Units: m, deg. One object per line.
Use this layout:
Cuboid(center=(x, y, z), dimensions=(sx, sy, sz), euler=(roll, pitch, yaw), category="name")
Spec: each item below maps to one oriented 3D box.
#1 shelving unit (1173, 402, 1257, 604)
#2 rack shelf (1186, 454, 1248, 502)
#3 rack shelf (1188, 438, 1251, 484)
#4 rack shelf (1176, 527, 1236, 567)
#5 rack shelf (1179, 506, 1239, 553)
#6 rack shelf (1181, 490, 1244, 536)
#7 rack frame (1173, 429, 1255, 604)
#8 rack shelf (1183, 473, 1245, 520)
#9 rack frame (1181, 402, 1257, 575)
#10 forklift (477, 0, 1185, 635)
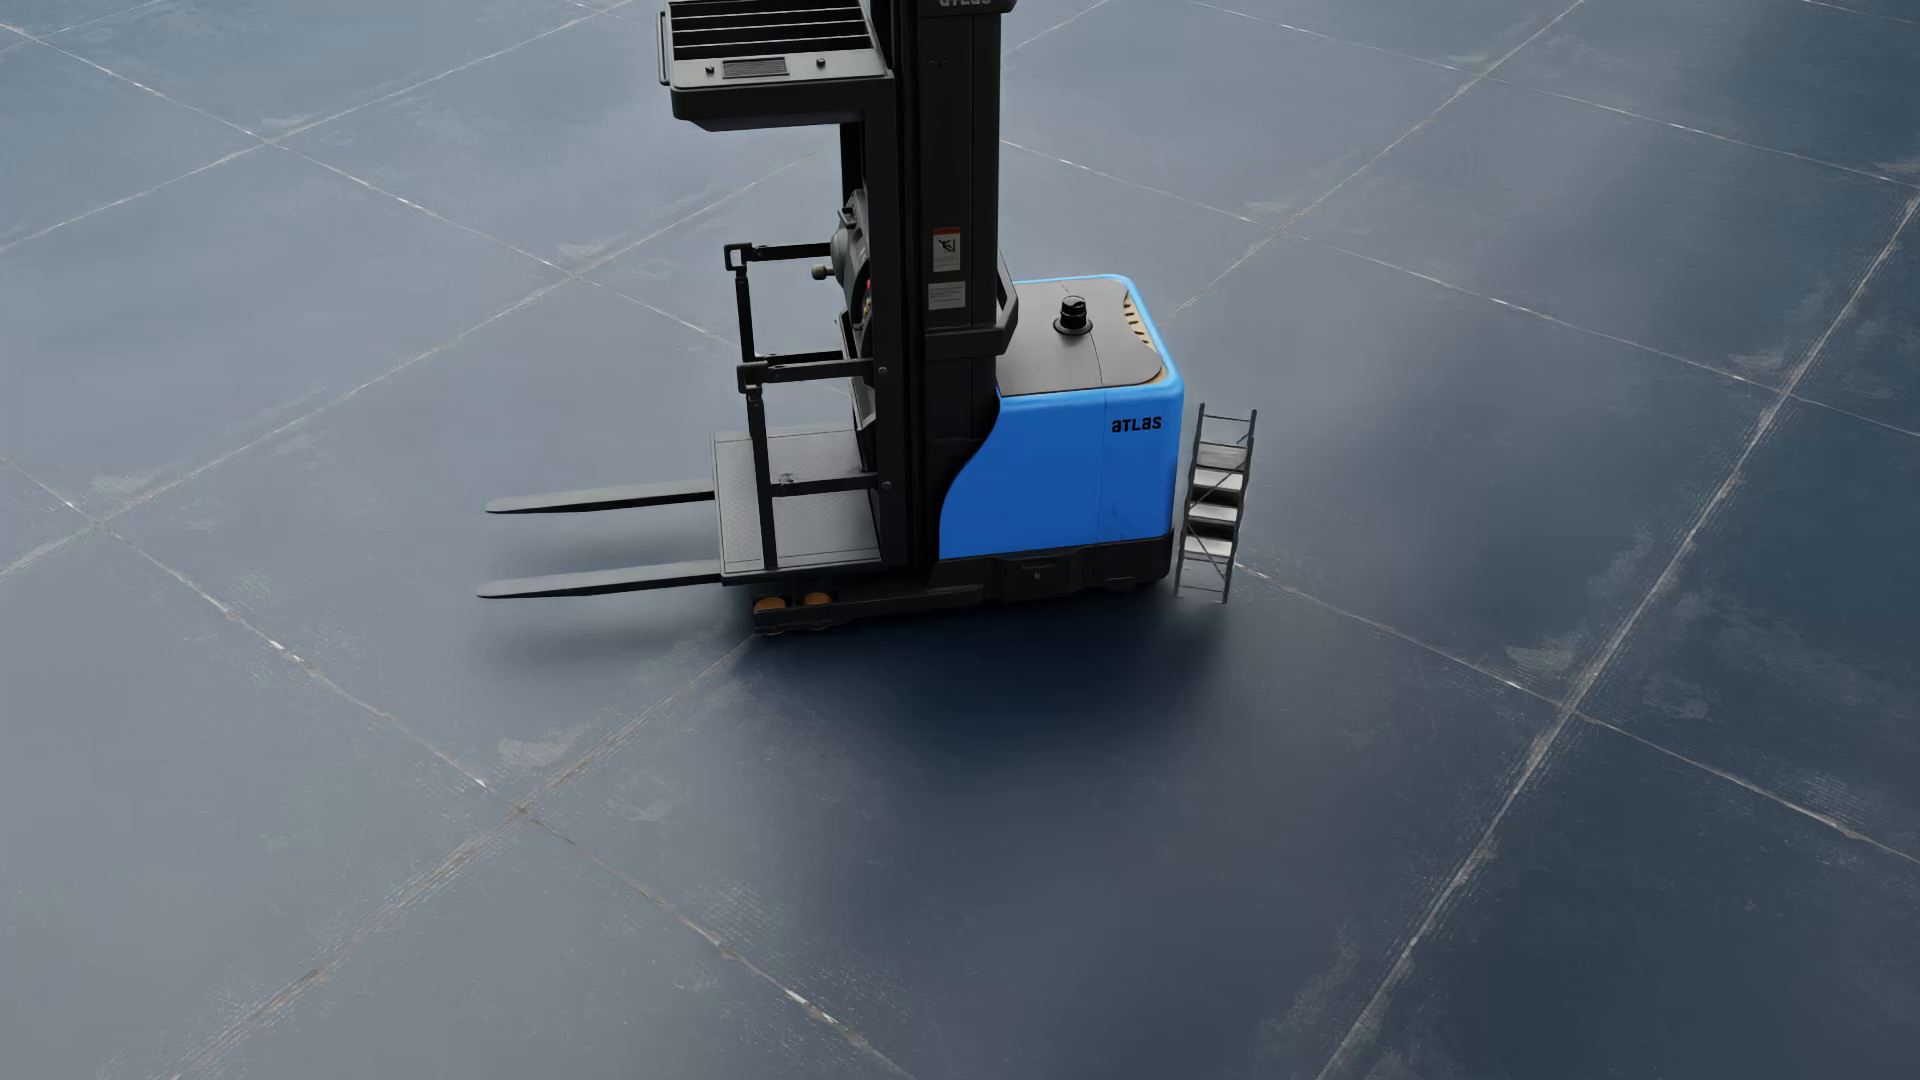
Cuboid(center=(1.100, -0.149, 7.204), dimensions=(0.258, 0.900, 0.210), euler=(8, 39, 8), category="shelving unit")
Cuboid(center=(1.104, -0.264, 7.113), dimensions=(0.258, 0.077, 0.200), euler=(8, 39, 8), category="rack shelf")
Cuboid(center=(1.106, -0.335, 7.058), dimensions=(0.258, 0.077, 0.200), euler=(8, 39, 8), category="rack shelf")
Cuboid(center=(1.094, 0.018, 7.336), dimensions=(0.258, 0.077, 0.200), euler=(8, 39, 8), category="rack shelf")
Cuboid(center=(1.096, -0.053, 7.281), dimensions=(0.258, 0.077, 0.200), euler=(8, 39, 8), category="rack shelf")
Cuboid(center=(1.099, -0.123, 7.225), dimensions=(0.258, 0.077, 0.200), euler=(8, 39, 8), category="rack shelf")
Cuboid(center=(1.080, -0.088, 7.125), dimensions=(0.240, 0.900, 0.006), euler=(8, 39, 8), category="rack frame")
Cuboid(center=(1.101, -0.194, 7.169), dimensions=(0.258, 0.077, 0.200), euler=(8, 39, 8), category="rack shelf")
Cuboid(center=(1.119, -0.211, 7.283), dimensions=(0.240, 0.900, 0.006), euler=(8, 39, 8), category="rack frame")
Cuboid(center=(-0.618, -1.092, 6.768), dimensions=(3.031, 2.935, 1.130), euler=(-6, 38, -7), category="forklift")
